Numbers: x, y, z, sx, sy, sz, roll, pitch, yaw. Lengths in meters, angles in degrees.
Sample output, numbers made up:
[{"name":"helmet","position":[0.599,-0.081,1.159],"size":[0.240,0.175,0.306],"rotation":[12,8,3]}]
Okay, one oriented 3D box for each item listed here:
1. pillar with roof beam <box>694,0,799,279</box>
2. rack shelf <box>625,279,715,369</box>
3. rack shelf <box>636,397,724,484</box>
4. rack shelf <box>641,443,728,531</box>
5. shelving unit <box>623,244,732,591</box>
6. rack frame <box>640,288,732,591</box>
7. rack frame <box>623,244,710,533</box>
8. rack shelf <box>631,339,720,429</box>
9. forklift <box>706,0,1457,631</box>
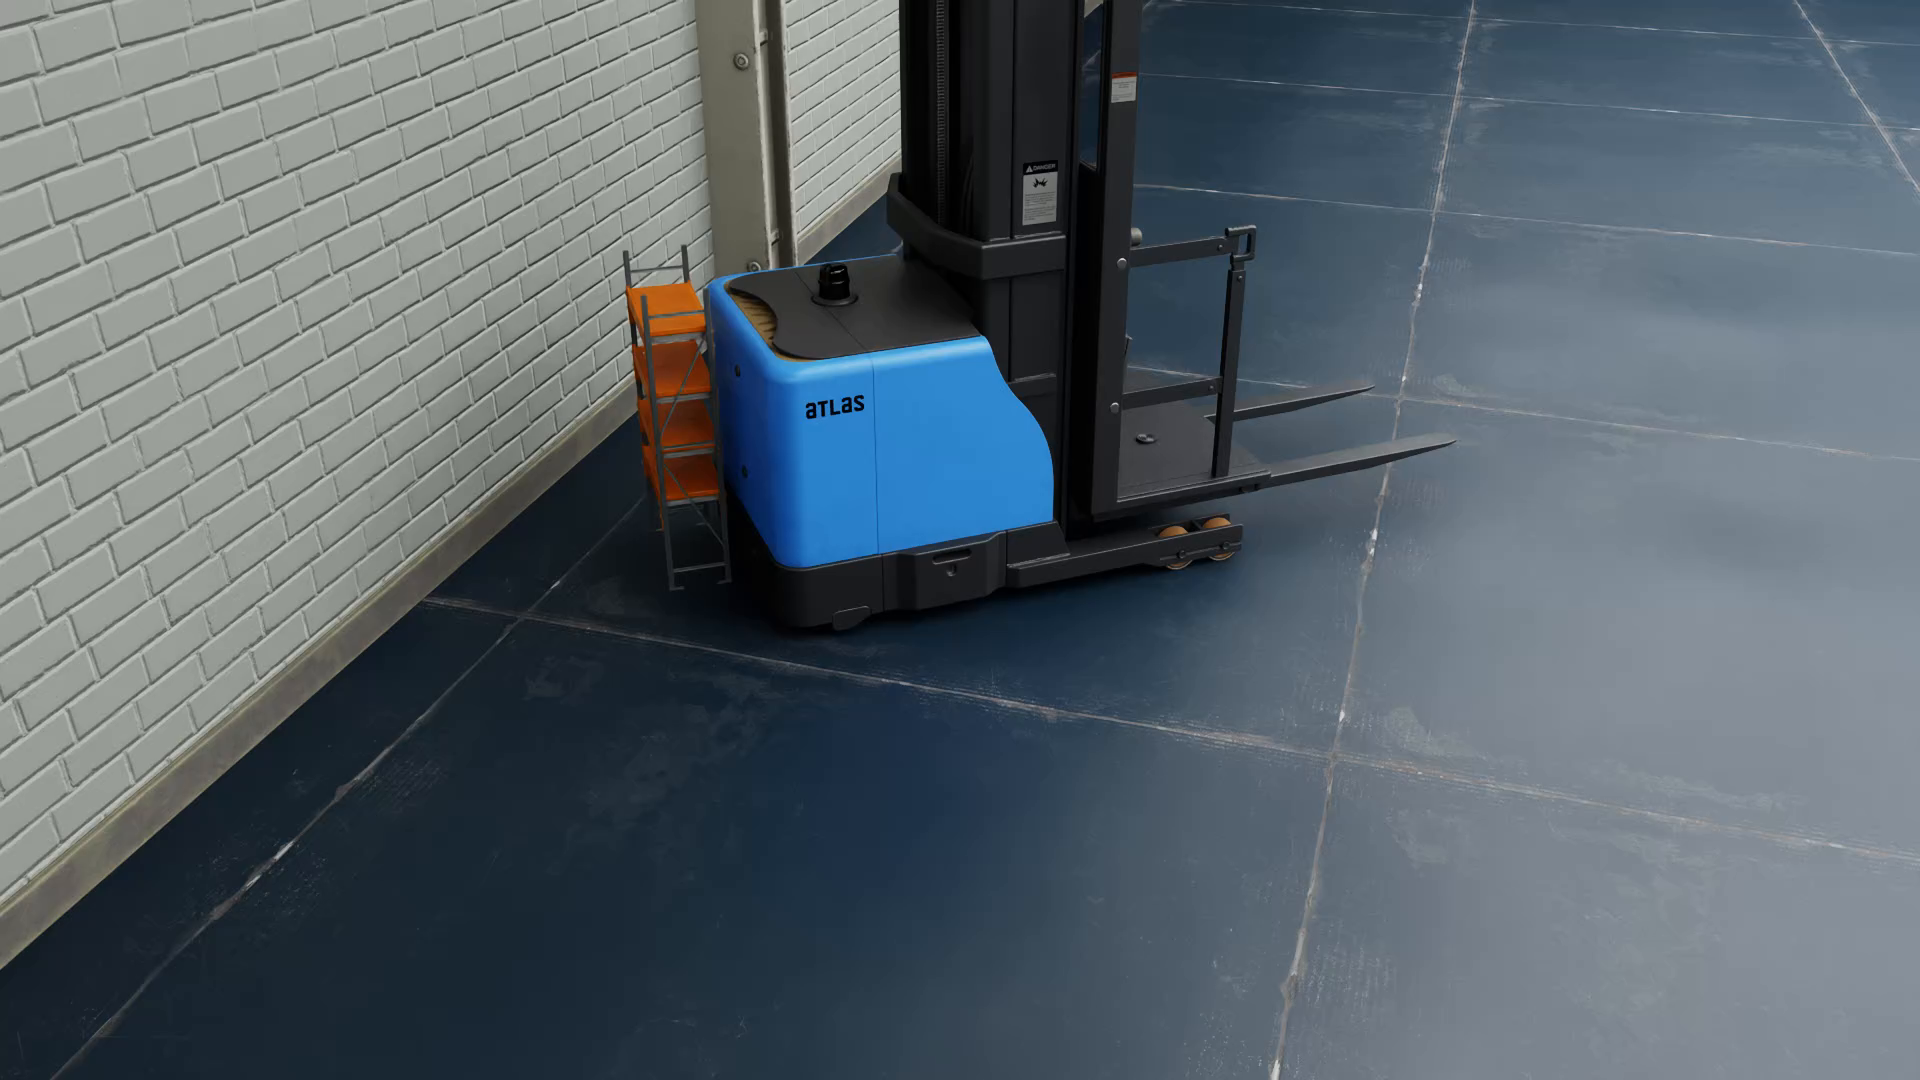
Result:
[{"name":"pillar with roof beam","position":[3.057,-4.468,5.525],"size":[9.100,9.000,0.400],"rotation":[8,30,15]},{"name":"rack shelf","position":[-1.076,-0.804,6.153],"size":[0.258,0.148,0.480],"rotation":[-9,30,-15]},{"name":"rack shelf","position":[-1.076,-0.402,6.376],"size":[0.258,0.148,0.480],"rotation":[-9,30,-15]},{"name":"rack shelf","position":[-1.076,-0.228,6.473],"size":[0.258,0.148,0.480],"rotation":[-9,30,-15]},{"name":"shelving unit","position":[-1.076,-0.460,6.344],"size":[0.258,1.200,0.503],"rotation":[-9,30,-15]},{"name":"rack frame","position":[-1.003,-0.347,6.140],"size":[0.240,1.200,0.015],"rotation":[-9,30,-15]},{"name":"rack frame","position":[-1.148,-0.574,6.547],"size":[0.240,1.200,0.015],"rotation":[-9,30,-15]},{"name":"rack shelf","position":[-1.076,-0.597,6.268],"size":[0.258,0.148,0.480],"rotation":[-9,30,-15]},{"name":"forklift","position":[0.582,-1.392,6.238],"size":[3.031,2.935,1.130],"rotation":[-11,31,-19]}]
